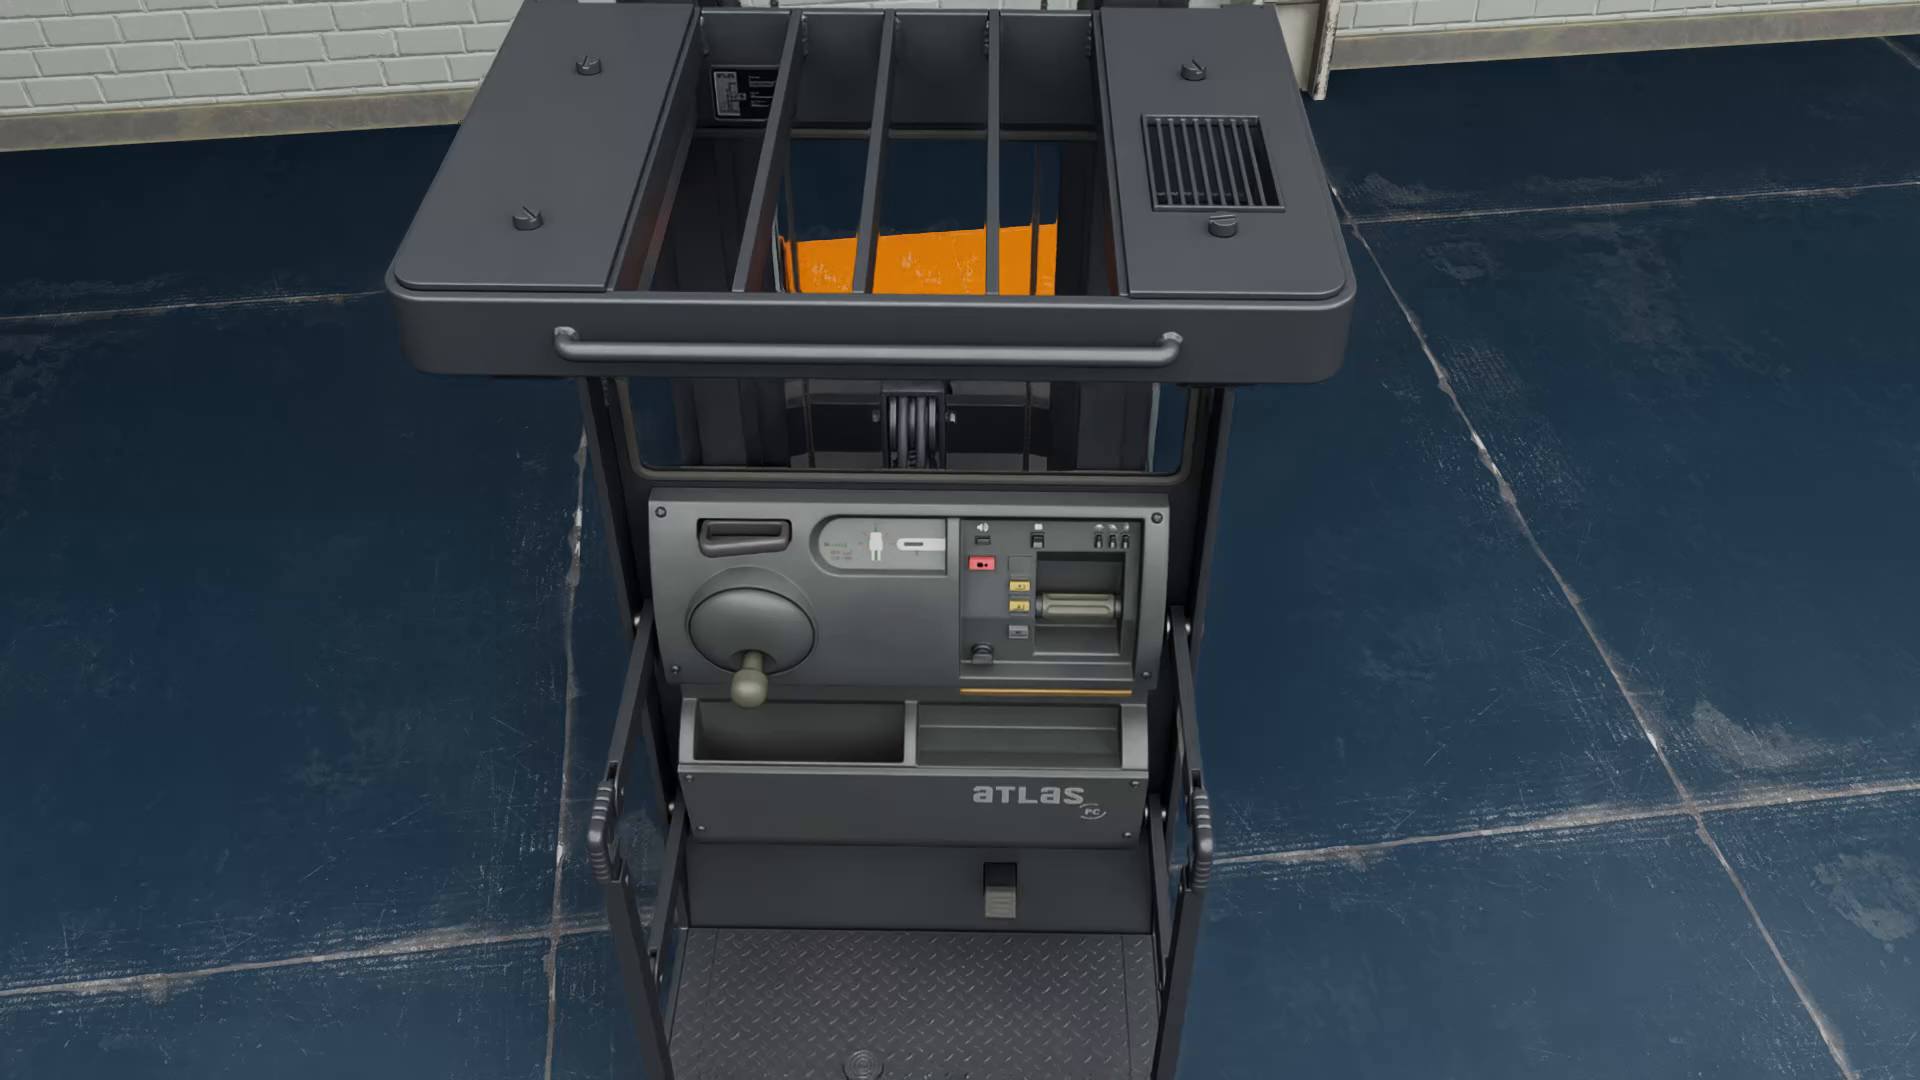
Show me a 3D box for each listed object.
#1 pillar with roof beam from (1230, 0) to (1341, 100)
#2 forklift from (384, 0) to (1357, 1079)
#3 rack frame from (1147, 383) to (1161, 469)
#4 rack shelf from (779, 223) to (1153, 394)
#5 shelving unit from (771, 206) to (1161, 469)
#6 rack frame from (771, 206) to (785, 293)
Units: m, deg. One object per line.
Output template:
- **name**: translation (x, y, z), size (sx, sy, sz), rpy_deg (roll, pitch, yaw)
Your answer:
- **pillar with roof beam**: translation (1.977, -2.538, 1.345), size (0.400, 9.000, 9.100), rpy_deg (-5, 42, -6)
- **forklift**: translation (-0.094, 0.192, 2.849), size (1.130, 2.935, 3.031), rpy_deg (1, 42, 1)
- **rack frame**: translation (0.511, -0.462, 4.923), size (0.032, 1.125, 0.500), rpy_deg (-5, 42, -6)
- **rack shelf**: translation (0.007, -0.636, 4.678), size (1.000, 0.278, 0.538), rpy_deg (-5, 42, -6)
- **shelving unit**: translation (0.007, -0.418, 4.874), size (1.048, 1.125, 0.538), rpy_deg (-5, 42, -6)
- **rack frame**: translation (-0.497, -0.374, 4.825), size (0.032, 1.125, 0.500), rpy_deg (-5, 42, -6)
